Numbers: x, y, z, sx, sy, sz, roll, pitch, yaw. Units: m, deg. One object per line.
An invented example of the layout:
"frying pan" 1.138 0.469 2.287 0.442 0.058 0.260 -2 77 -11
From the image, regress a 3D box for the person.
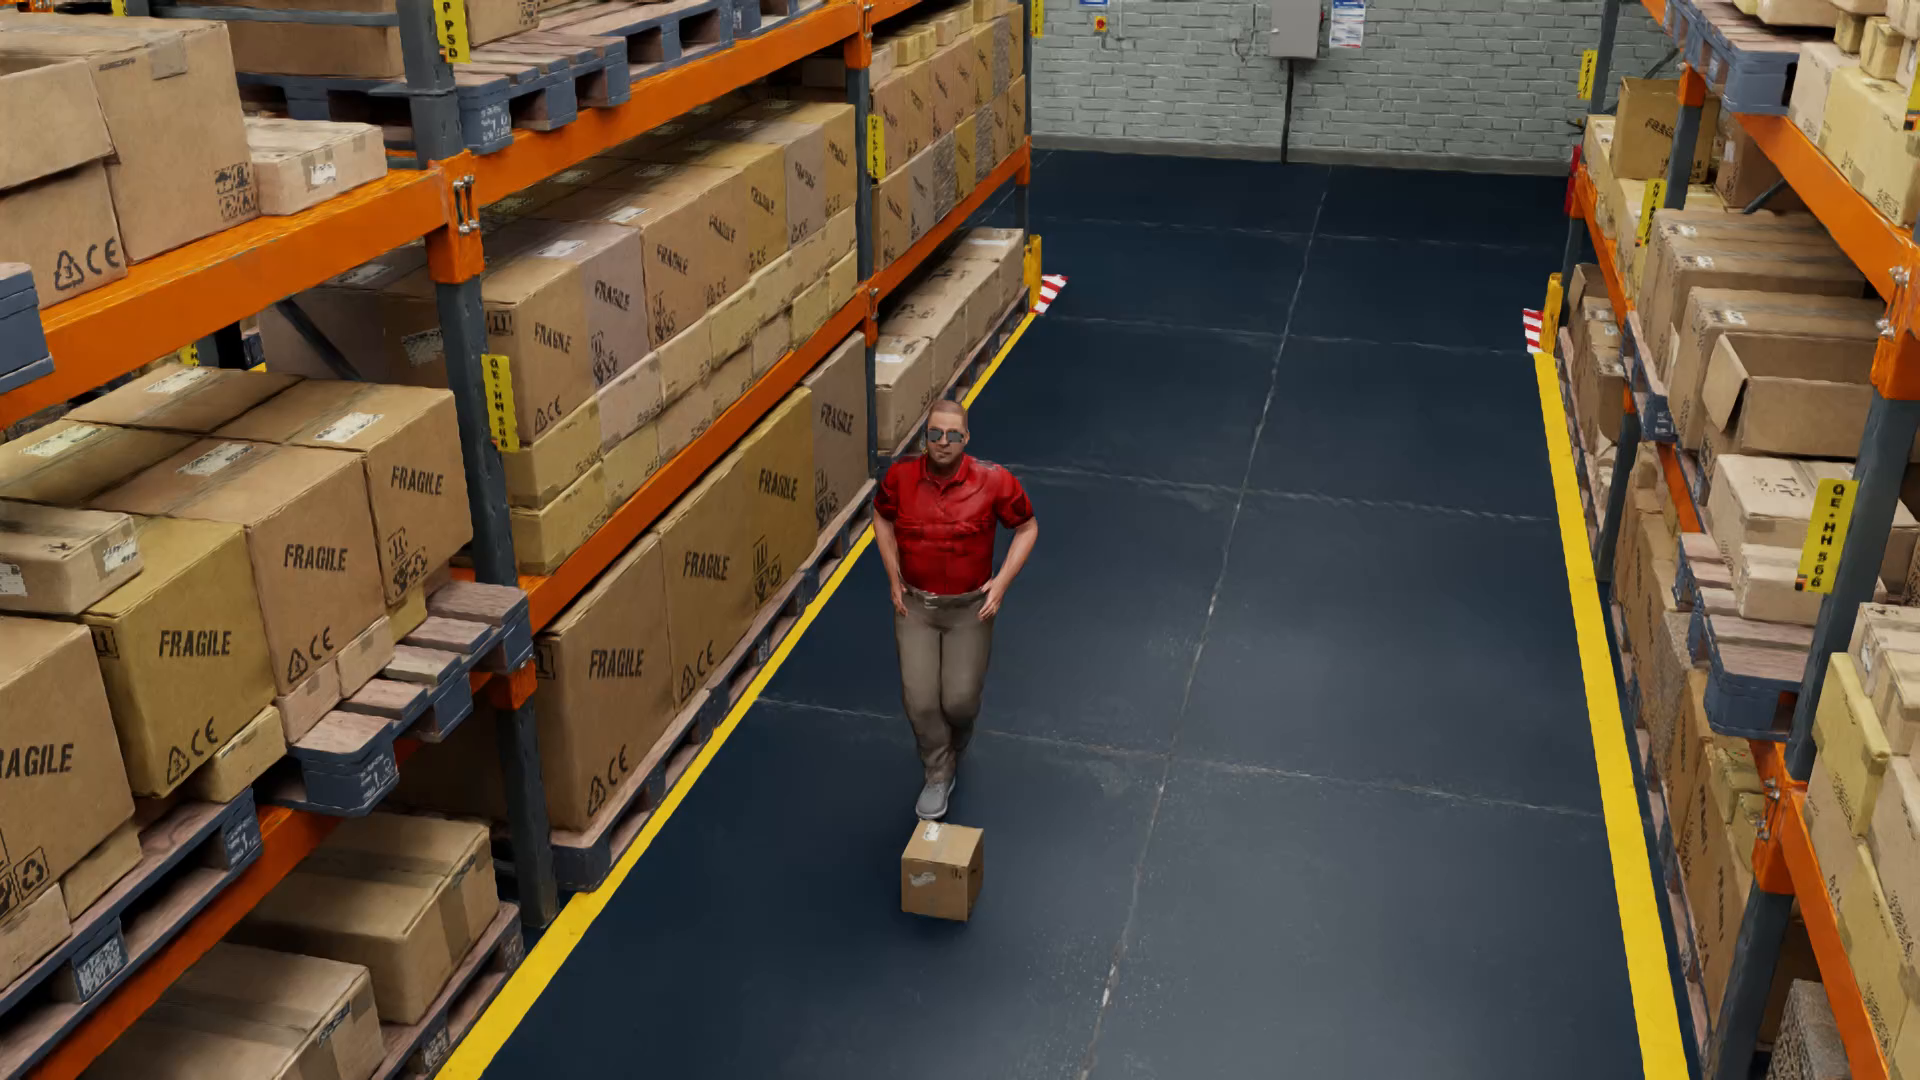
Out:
"person" -0.042 0.253 6.620 0.678 1.692 0.637 5 26 11
